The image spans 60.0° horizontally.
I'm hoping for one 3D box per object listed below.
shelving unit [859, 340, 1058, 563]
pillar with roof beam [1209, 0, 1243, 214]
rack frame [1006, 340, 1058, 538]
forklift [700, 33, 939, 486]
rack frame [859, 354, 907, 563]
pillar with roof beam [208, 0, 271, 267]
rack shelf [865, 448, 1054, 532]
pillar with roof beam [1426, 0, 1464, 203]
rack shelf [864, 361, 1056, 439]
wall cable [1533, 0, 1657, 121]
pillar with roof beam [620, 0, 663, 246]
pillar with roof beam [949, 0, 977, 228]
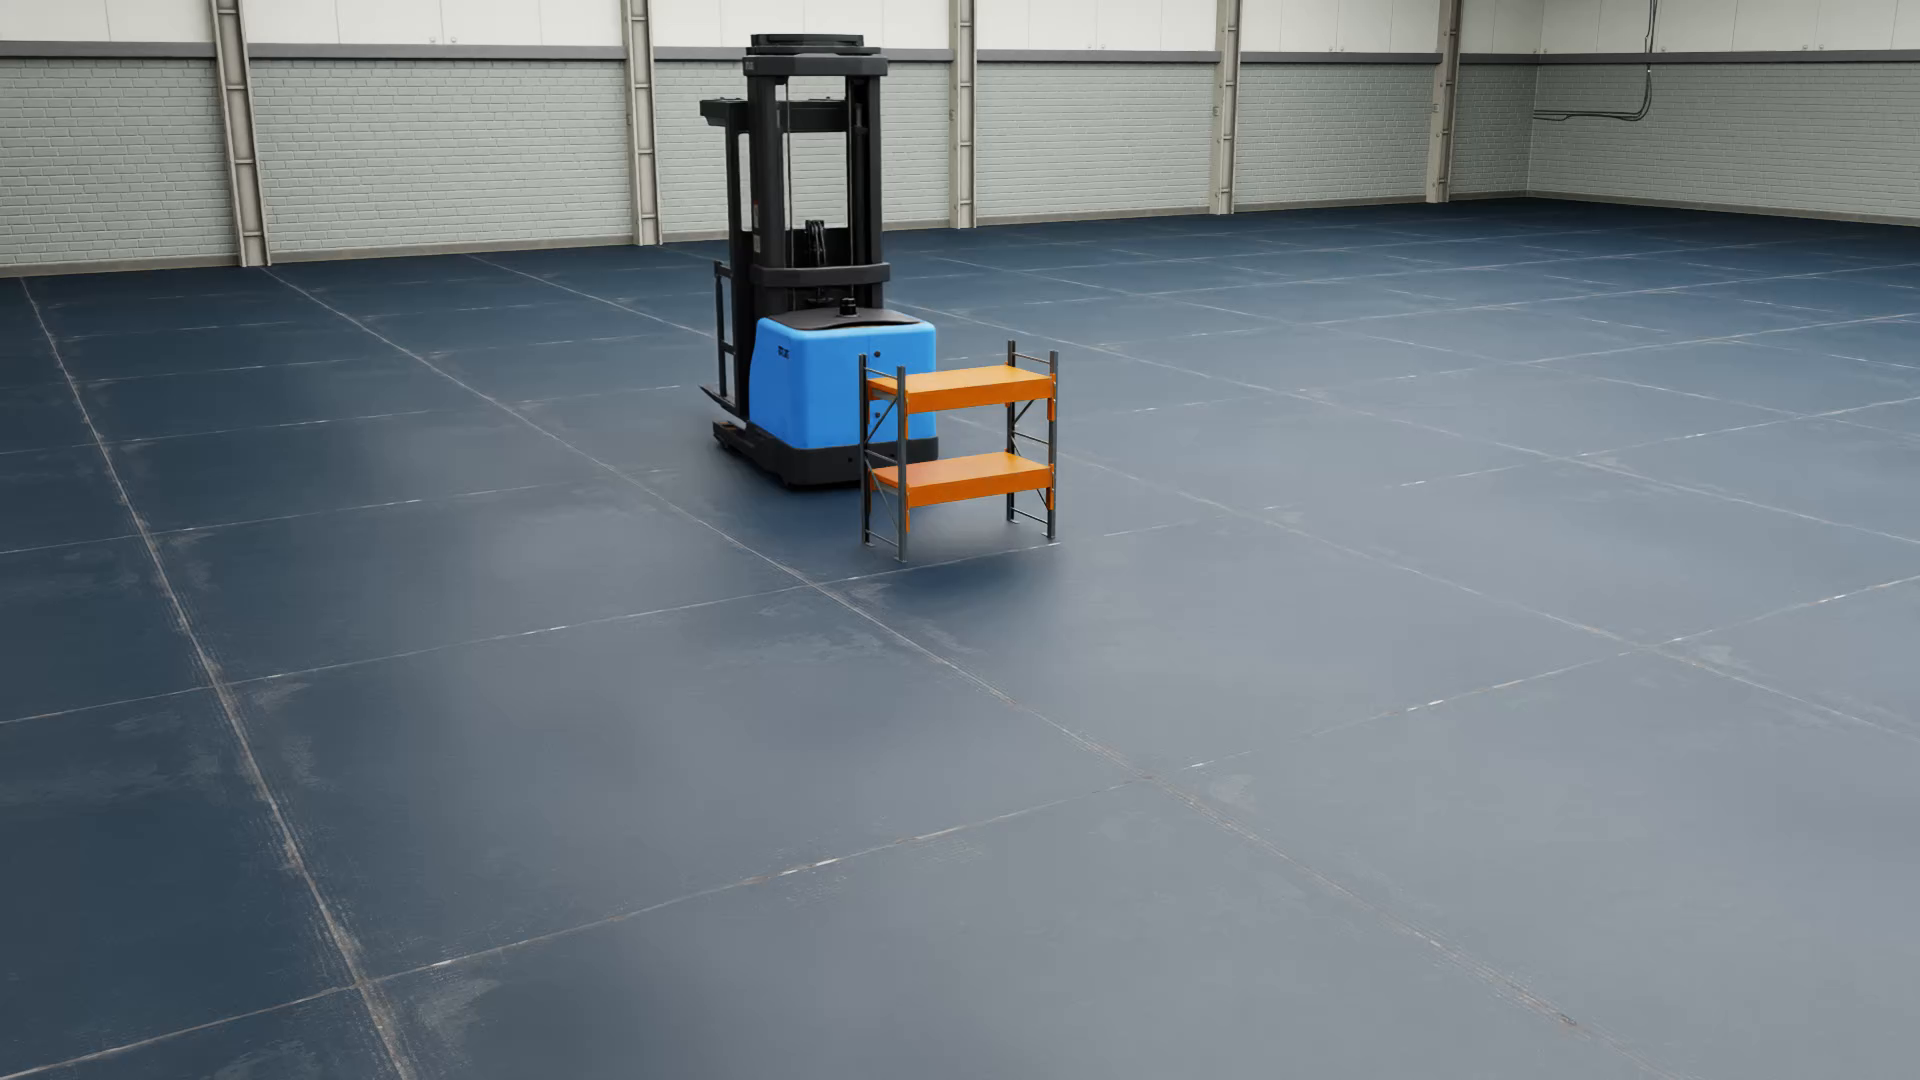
[{"bbox_3d":[-0.006,-0.541,9.755,1.048,1.125,0.538,-9,18,-30],"label":"shelving unit"},{"bbox_3d":[7.410,-9.831,28.310,0.400,9.000,9.100,-9,18,-30],"label":"pillar with roof beam"},{"bbox_3d":[0.430,-0.611,10.007,0.032,1.125,0.500,-9,18,-30],"label":"rack frame"},{"bbox_3d":[-1.205,-2.125,12.060,1.130,2.935,3.031,-7,17,-23],"label":"forklift"},{"bbox_3d":[-0.442,-0.470,9.503,0.032,1.125,0.500,-9,18,-30],"label":"rack frame"},{"bbox_3d":[-8.020,-7.329,19.384,0.400,9.000,9.100,-9,18,-30],"label":"pillar with roof beam"},{"bbox_3d":[-0.006,-0.305,9.821,1.000,0.278,0.538,-9,18,-30],"label":"rack shelf"},{"bbox_3d":[12.553,-10.665,31.285,0.400,9.000,9.100,-9,18,-30],"label":"pillar with roof beam"},{"bbox_3d":[-0.006,-0.823,9.676,1.000,0.278,0.538,-9,18,-30],"label":"rack shelf"},{"bbox_3d":[13.542,-10.270,35.627,0.112,2.526,3.097,-9,18,-30],"label":"wall cable"},{"bbox_3d":[-2.877,-8.163,22.359,0.400,9.000,9.100,-9,18,-30],"label":"pillar with roof beam"},{"bbox_3d":[2.267,-8.997,25.334,0.400,9.000,9.100,-9,18,-30],"label":"pillar with roof beam"}]
